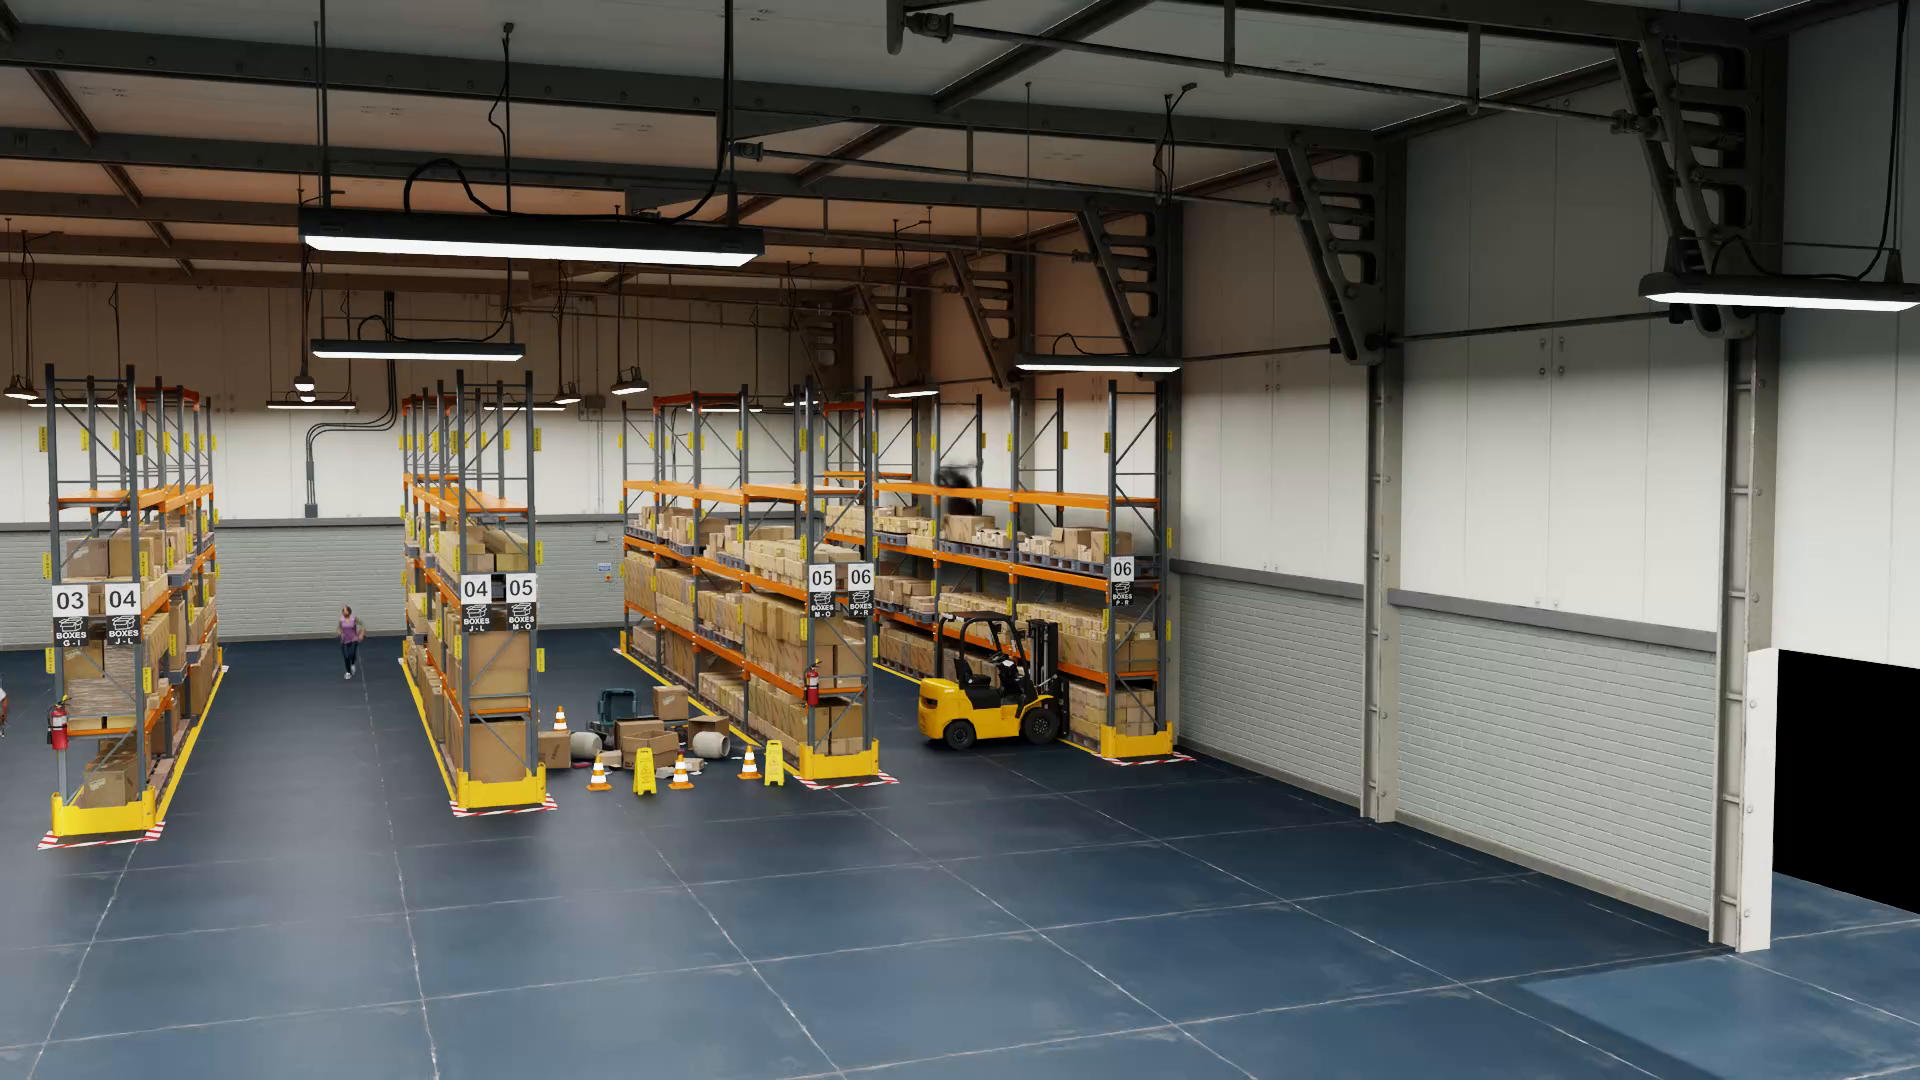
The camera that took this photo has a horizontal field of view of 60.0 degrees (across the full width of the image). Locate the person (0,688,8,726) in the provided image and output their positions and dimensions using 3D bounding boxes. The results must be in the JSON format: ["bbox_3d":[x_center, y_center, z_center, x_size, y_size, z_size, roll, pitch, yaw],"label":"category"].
[{"bbox_3d":[-14.233,2.720,24.142,0.699,1.760,0.665,-2,4,-26],"label":"person"}]

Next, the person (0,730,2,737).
[{"bbox_3d":[-12.894,2.824,21.739,0.659,1.749,0.969,-3,4,-41],"label":"person"}]

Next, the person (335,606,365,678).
[{"bbox_3d":[-12.913,2.163,35.193,0.567,1.554,0.700,-1,3,-11],"label":"person"}]
